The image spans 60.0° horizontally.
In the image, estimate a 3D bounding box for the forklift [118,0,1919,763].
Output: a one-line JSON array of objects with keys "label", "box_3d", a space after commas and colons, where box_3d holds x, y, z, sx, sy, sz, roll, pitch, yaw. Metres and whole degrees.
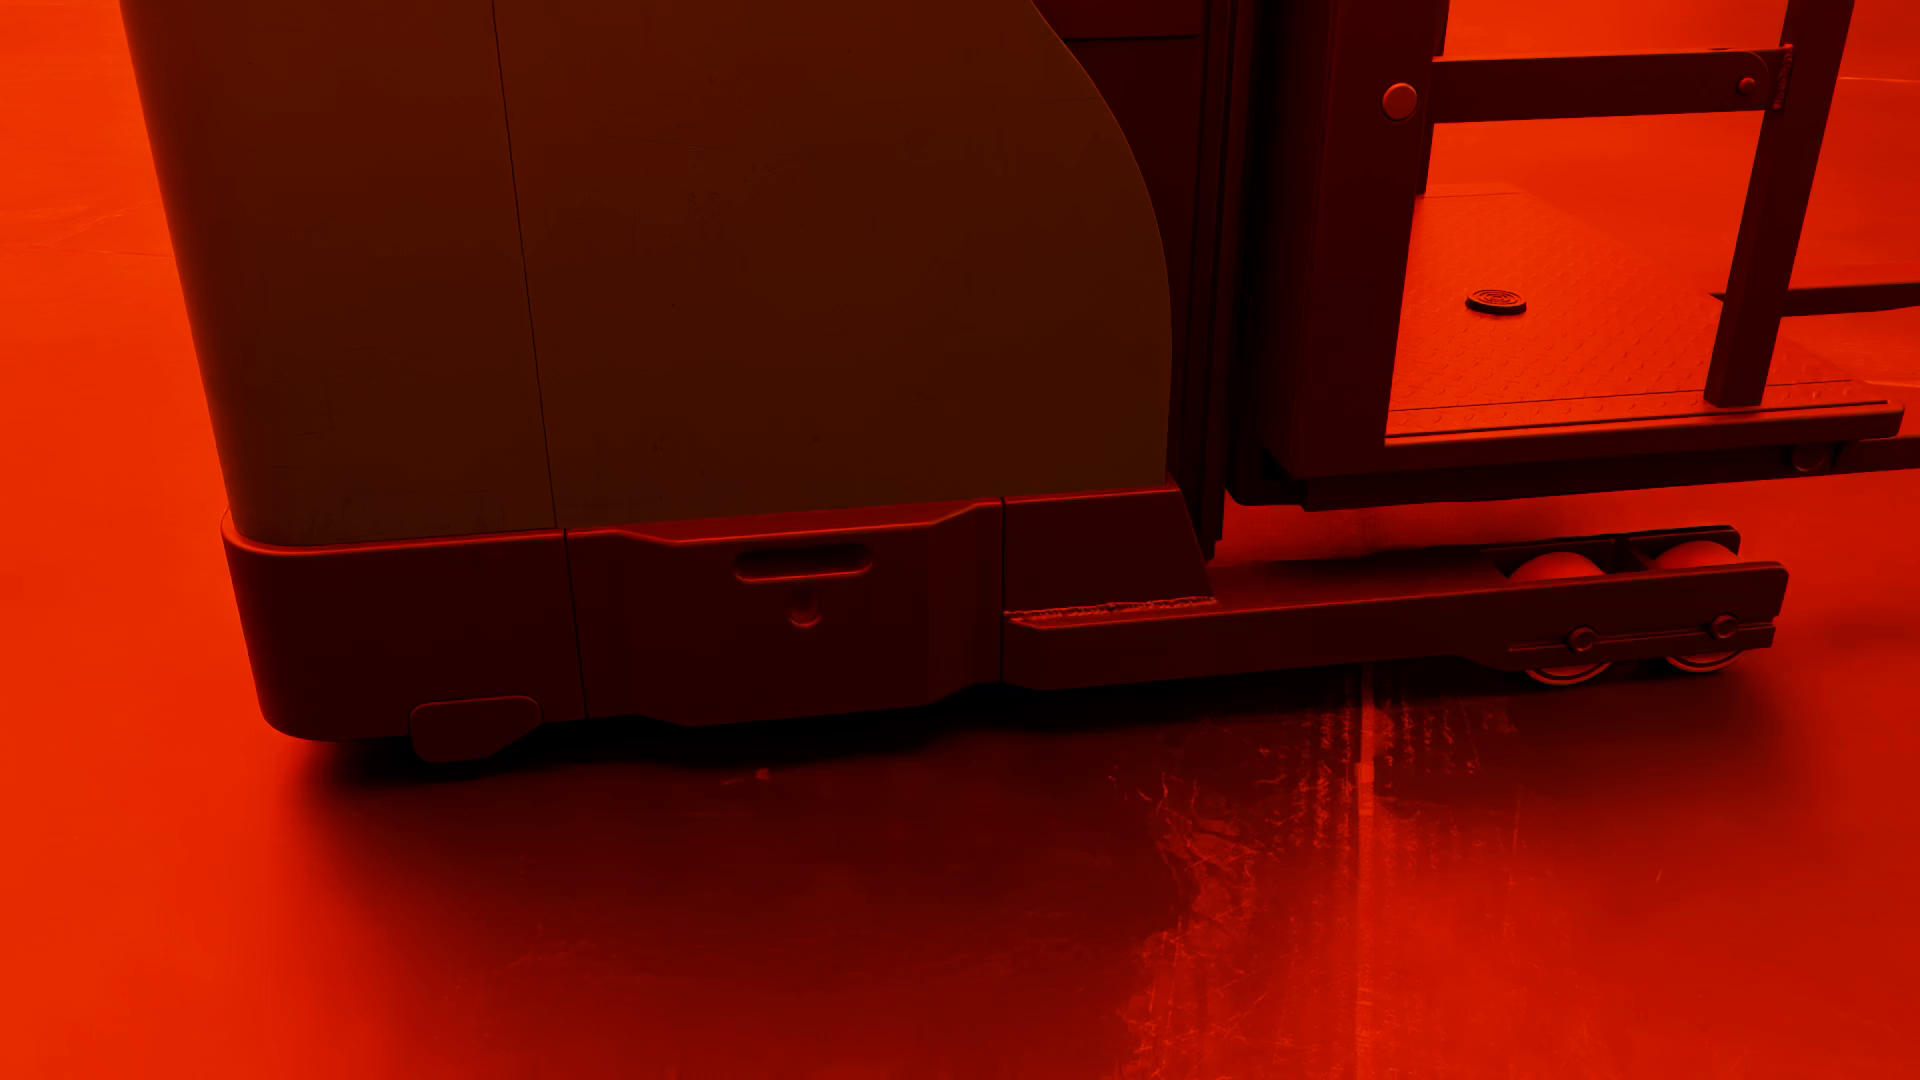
[{"label": "forklift", "box_3d": [0.600, -1.354, 1.930, 3.031, 2.935, 1.130, -4, 27, -9]}]
